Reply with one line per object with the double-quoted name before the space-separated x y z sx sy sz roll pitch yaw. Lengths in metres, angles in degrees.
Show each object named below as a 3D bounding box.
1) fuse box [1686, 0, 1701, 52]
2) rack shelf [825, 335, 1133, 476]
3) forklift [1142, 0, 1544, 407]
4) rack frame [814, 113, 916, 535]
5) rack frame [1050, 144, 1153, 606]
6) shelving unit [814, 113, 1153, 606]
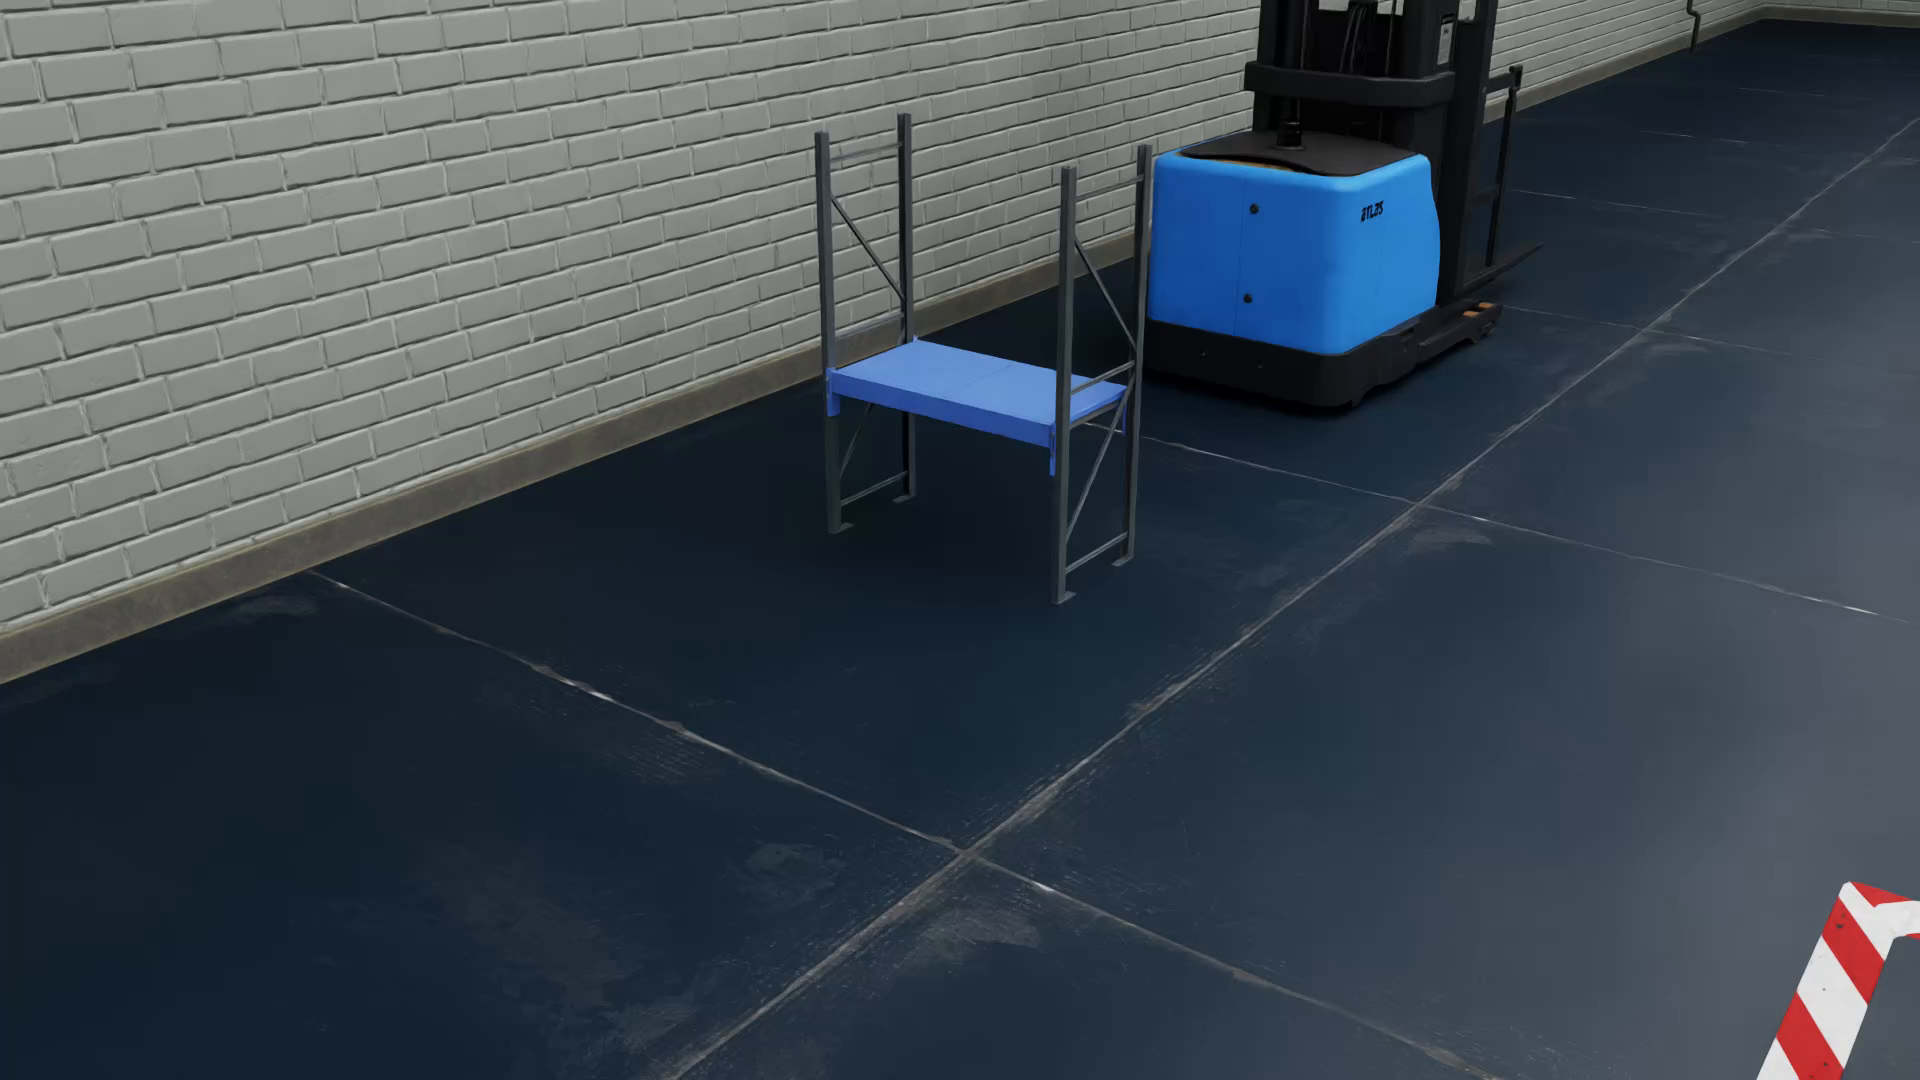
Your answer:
"fuse box" 8.292 -6.288 18.400 0.414 1.711 0.539 17 29 33
"rack shelf" 0.068 -0.501 5.973 1.000 0.185 0.538 17 29 33
"forklift" 2.178 -2.462 8.203 1.130 2.935 3.031 18 29 34
"rack frame" -0.339 -0.789 6.180 0.032 1.500 0.500 17 29 33
"rack frame" 0.475 -0.543 5.622 0.032 1.500 0.500 17 29 33
"shelving unit" 0.068 -0.666 5.901 1.048 1.500 0.538 17 29 33
